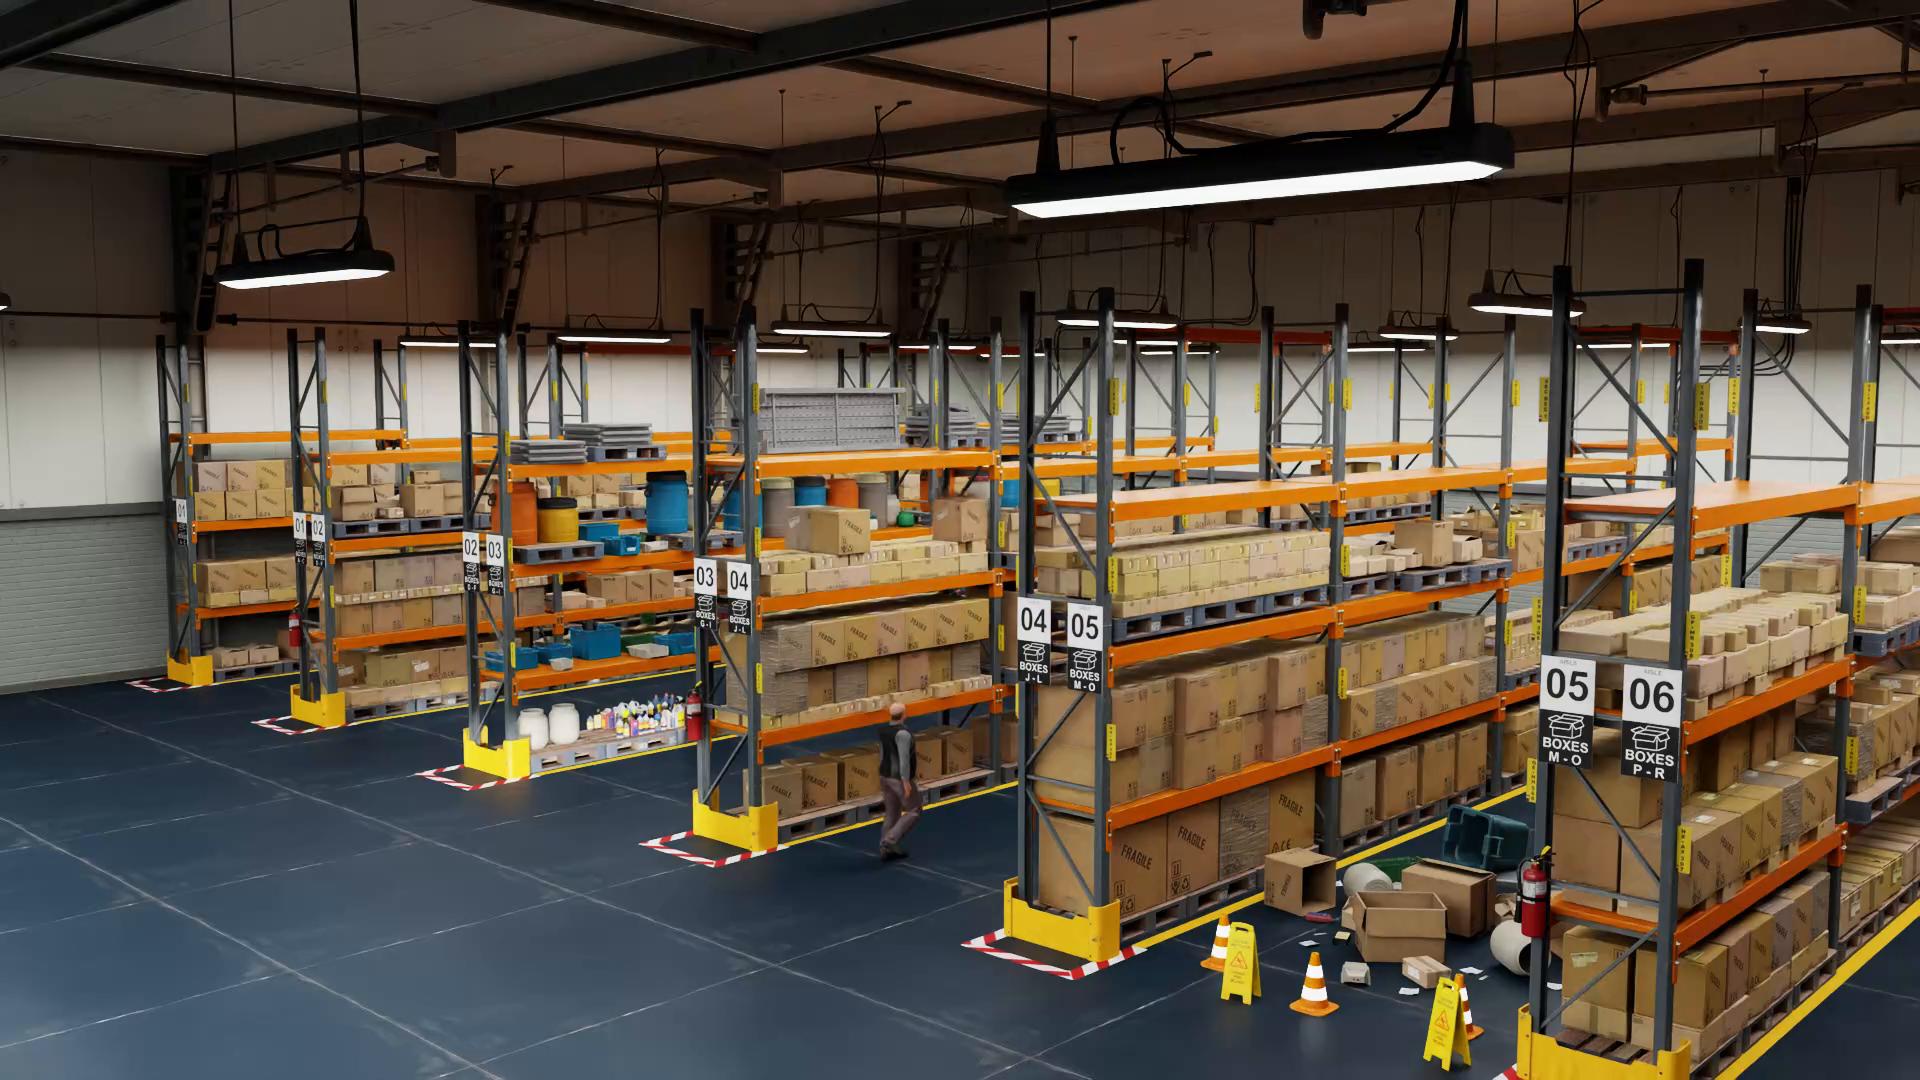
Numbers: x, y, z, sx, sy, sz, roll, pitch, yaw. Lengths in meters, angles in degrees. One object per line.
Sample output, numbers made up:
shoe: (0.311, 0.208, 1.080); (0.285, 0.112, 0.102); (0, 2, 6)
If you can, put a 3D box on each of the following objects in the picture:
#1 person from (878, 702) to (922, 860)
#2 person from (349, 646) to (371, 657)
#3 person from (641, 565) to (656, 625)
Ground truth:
person: (-0.702, 2.609, 18.069); (0.478, 1.711, 0.568); (-4, 7, -35)
person: (-10.652, 1.529, 29.253); (0.465, 1.761, 0.567); (-4, 6, -34)
person: (-6.174, 1.240, 32.386); (0.503, 1.792, 0.598); (-2, 6, -21)
